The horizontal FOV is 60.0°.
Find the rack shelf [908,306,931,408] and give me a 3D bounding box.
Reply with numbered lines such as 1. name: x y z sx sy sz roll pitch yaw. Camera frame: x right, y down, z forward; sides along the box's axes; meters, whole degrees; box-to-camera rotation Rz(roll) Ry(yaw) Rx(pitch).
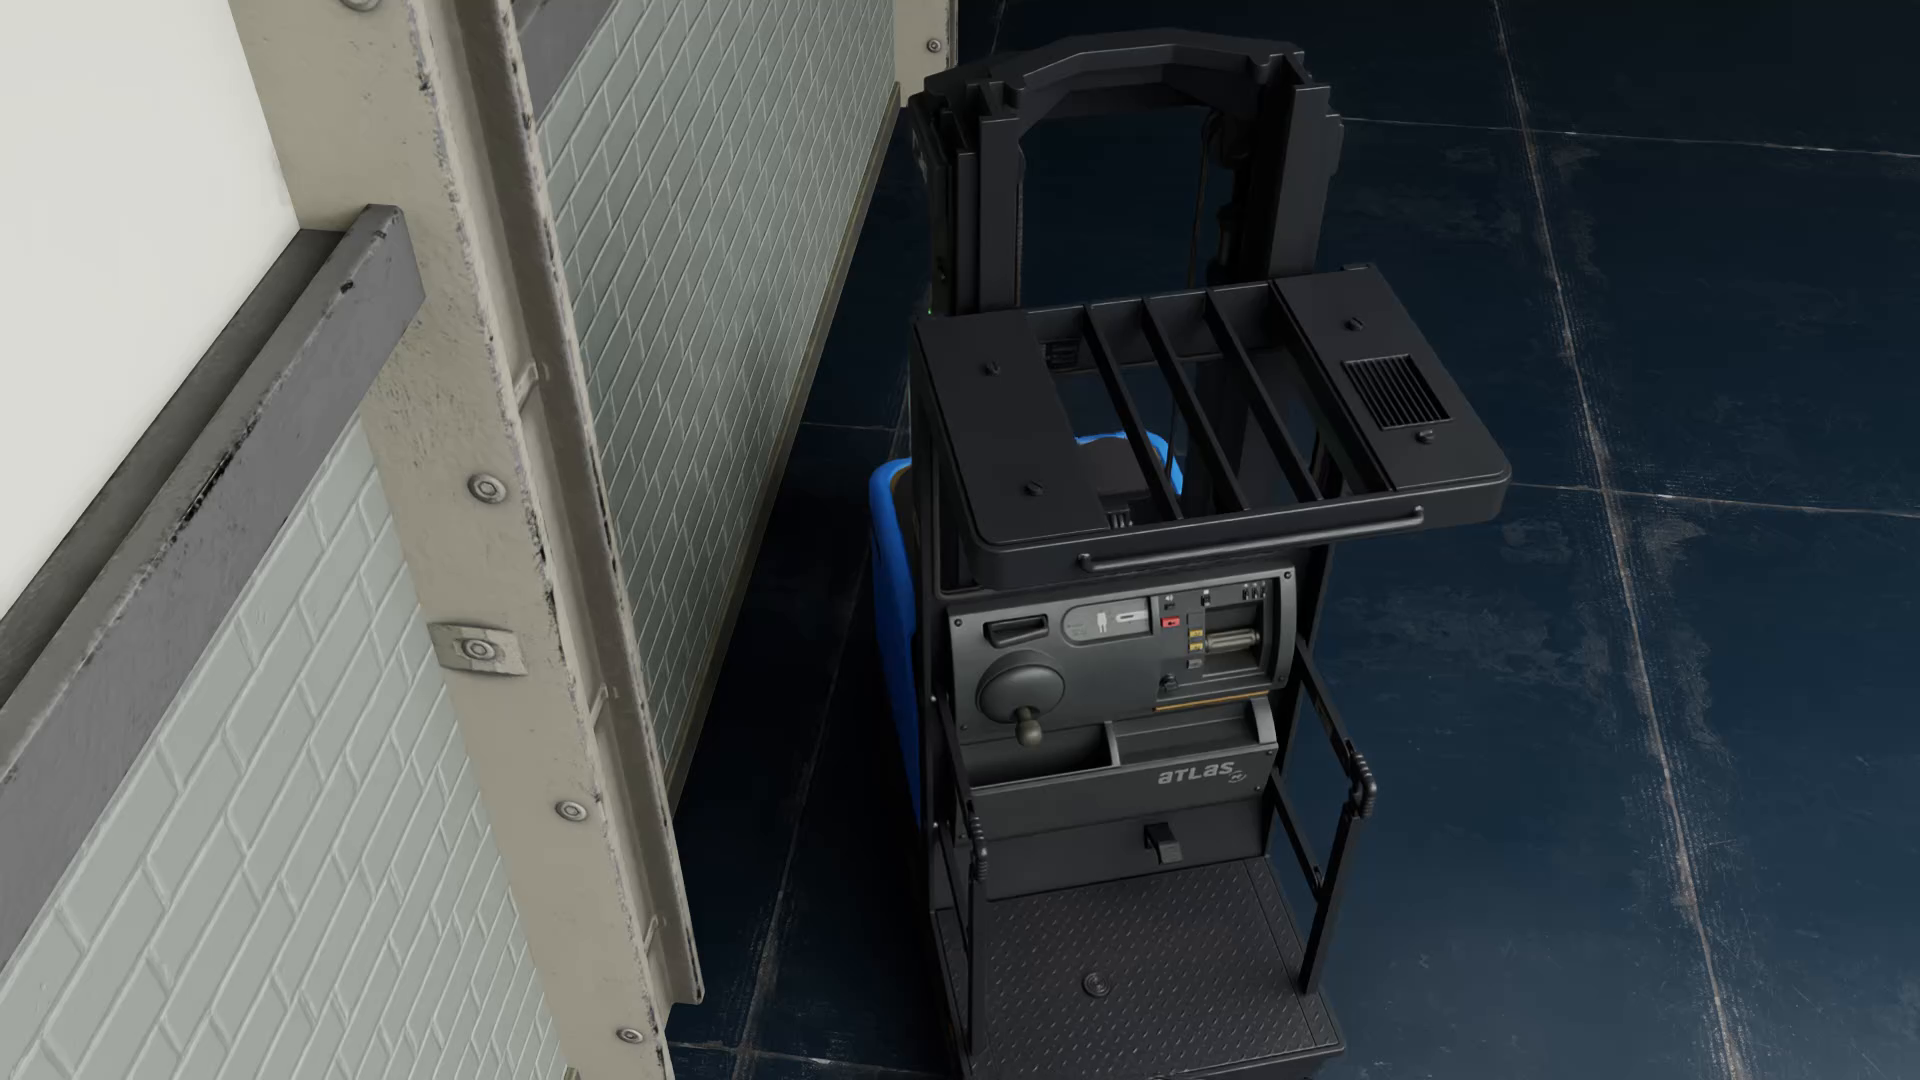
1. rack shelf: -0.022 -0.625 5.932 0.258 0.148 0.480 5 44 6

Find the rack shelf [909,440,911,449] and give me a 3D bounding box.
1. rack shelf: -0.022 -0.451 6.097 0.258 0.148 0.480 5 44 6

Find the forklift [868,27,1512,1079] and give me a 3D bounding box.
1. forklift: 0.476 0.387 4.209 1.130 2.935 3.031 -8 44 -8

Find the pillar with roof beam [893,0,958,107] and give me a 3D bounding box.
1. pillar with roof beam: 4.077 -5.427 5.937 9.100 9.000 0.400 5 44 6

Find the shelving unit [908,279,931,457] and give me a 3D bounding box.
1. shelving unit: -0.022 -0.323 6.218 0.258 1.200 0.503 5 44 6

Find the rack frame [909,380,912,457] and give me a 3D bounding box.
1. rack frame: -0.054 -0.157 6.043 0.240 1.200 0.015 5 44 6

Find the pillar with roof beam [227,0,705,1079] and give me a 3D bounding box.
1. pillar with roof beam: 3.284 -1.338 1.618 9.100 9.000 0.400 5 44 6
